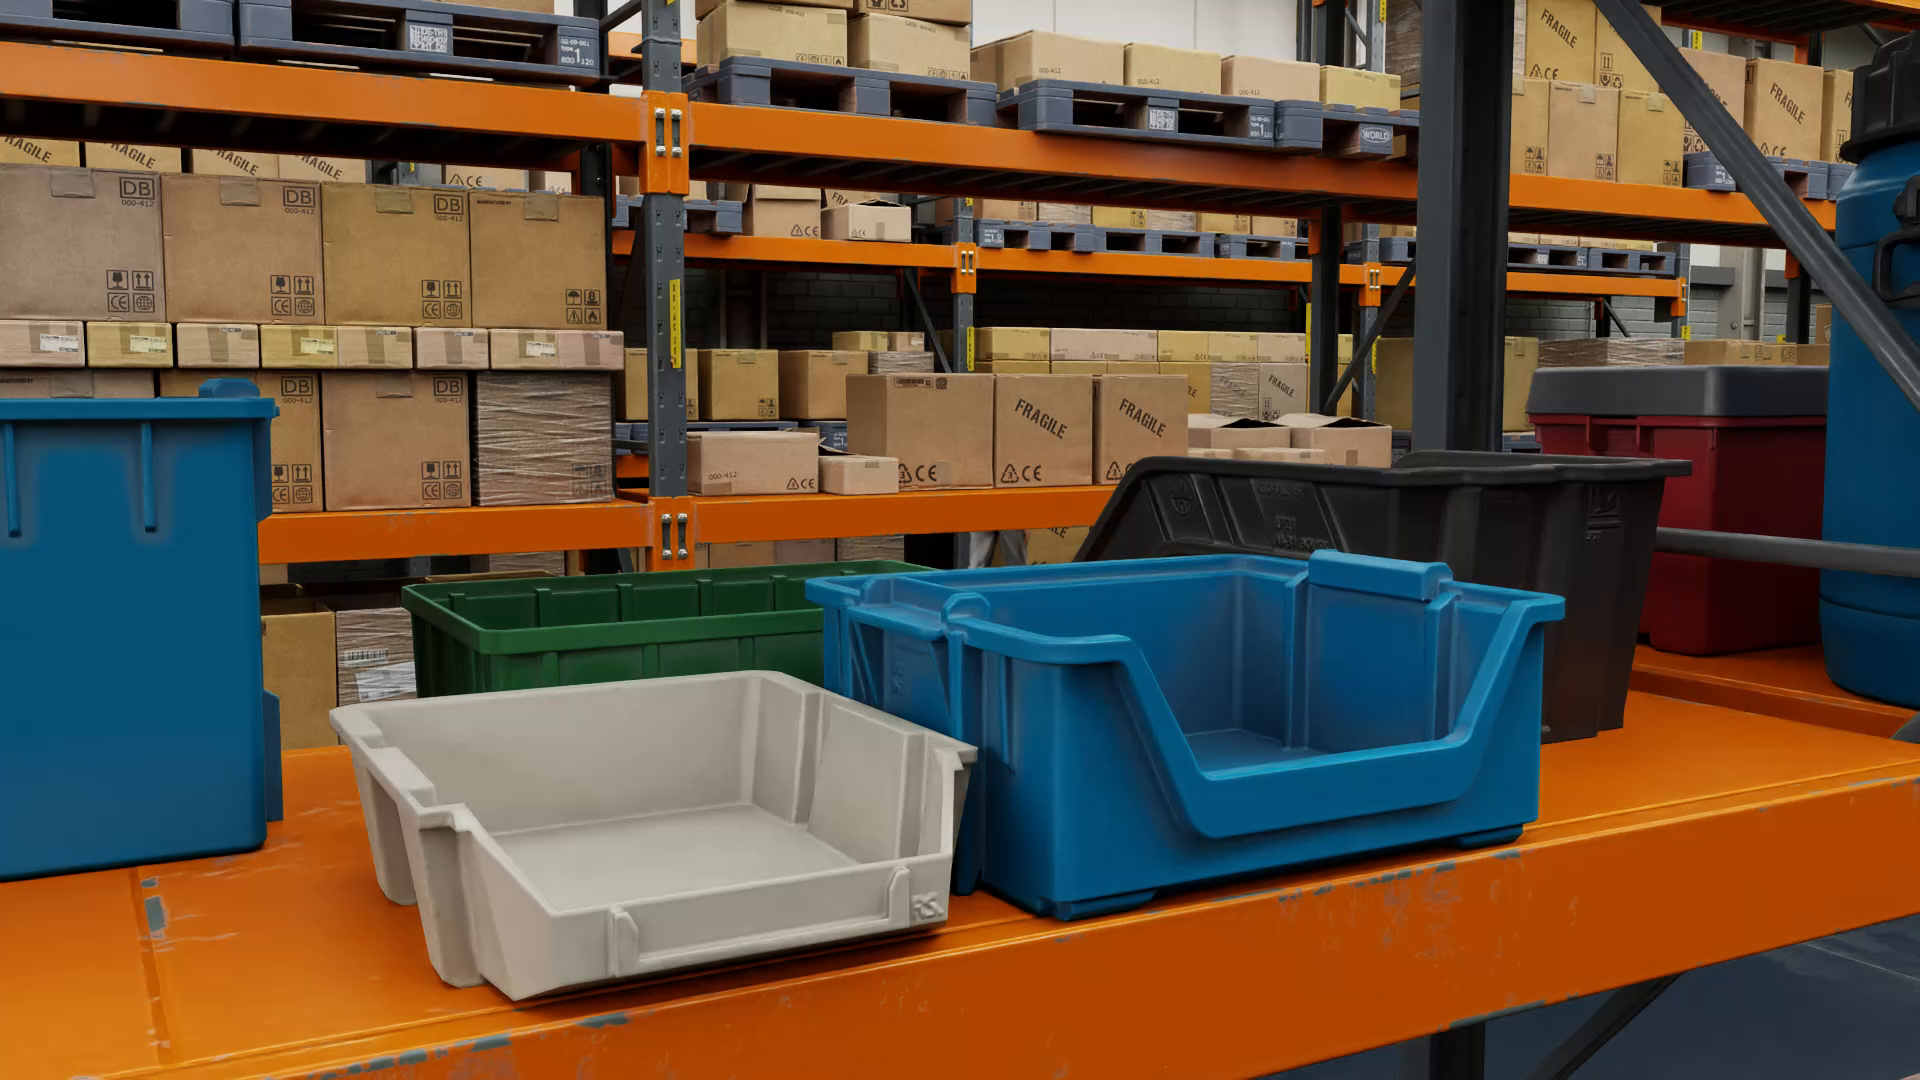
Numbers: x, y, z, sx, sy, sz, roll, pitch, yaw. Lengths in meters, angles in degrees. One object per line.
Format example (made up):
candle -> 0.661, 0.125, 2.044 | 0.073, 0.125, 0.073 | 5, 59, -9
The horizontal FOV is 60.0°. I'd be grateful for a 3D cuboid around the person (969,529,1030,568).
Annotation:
person -> 0.254, -0.099, 11.021 | 0.449, 1.667, 0.680 | 1, 5, 13
